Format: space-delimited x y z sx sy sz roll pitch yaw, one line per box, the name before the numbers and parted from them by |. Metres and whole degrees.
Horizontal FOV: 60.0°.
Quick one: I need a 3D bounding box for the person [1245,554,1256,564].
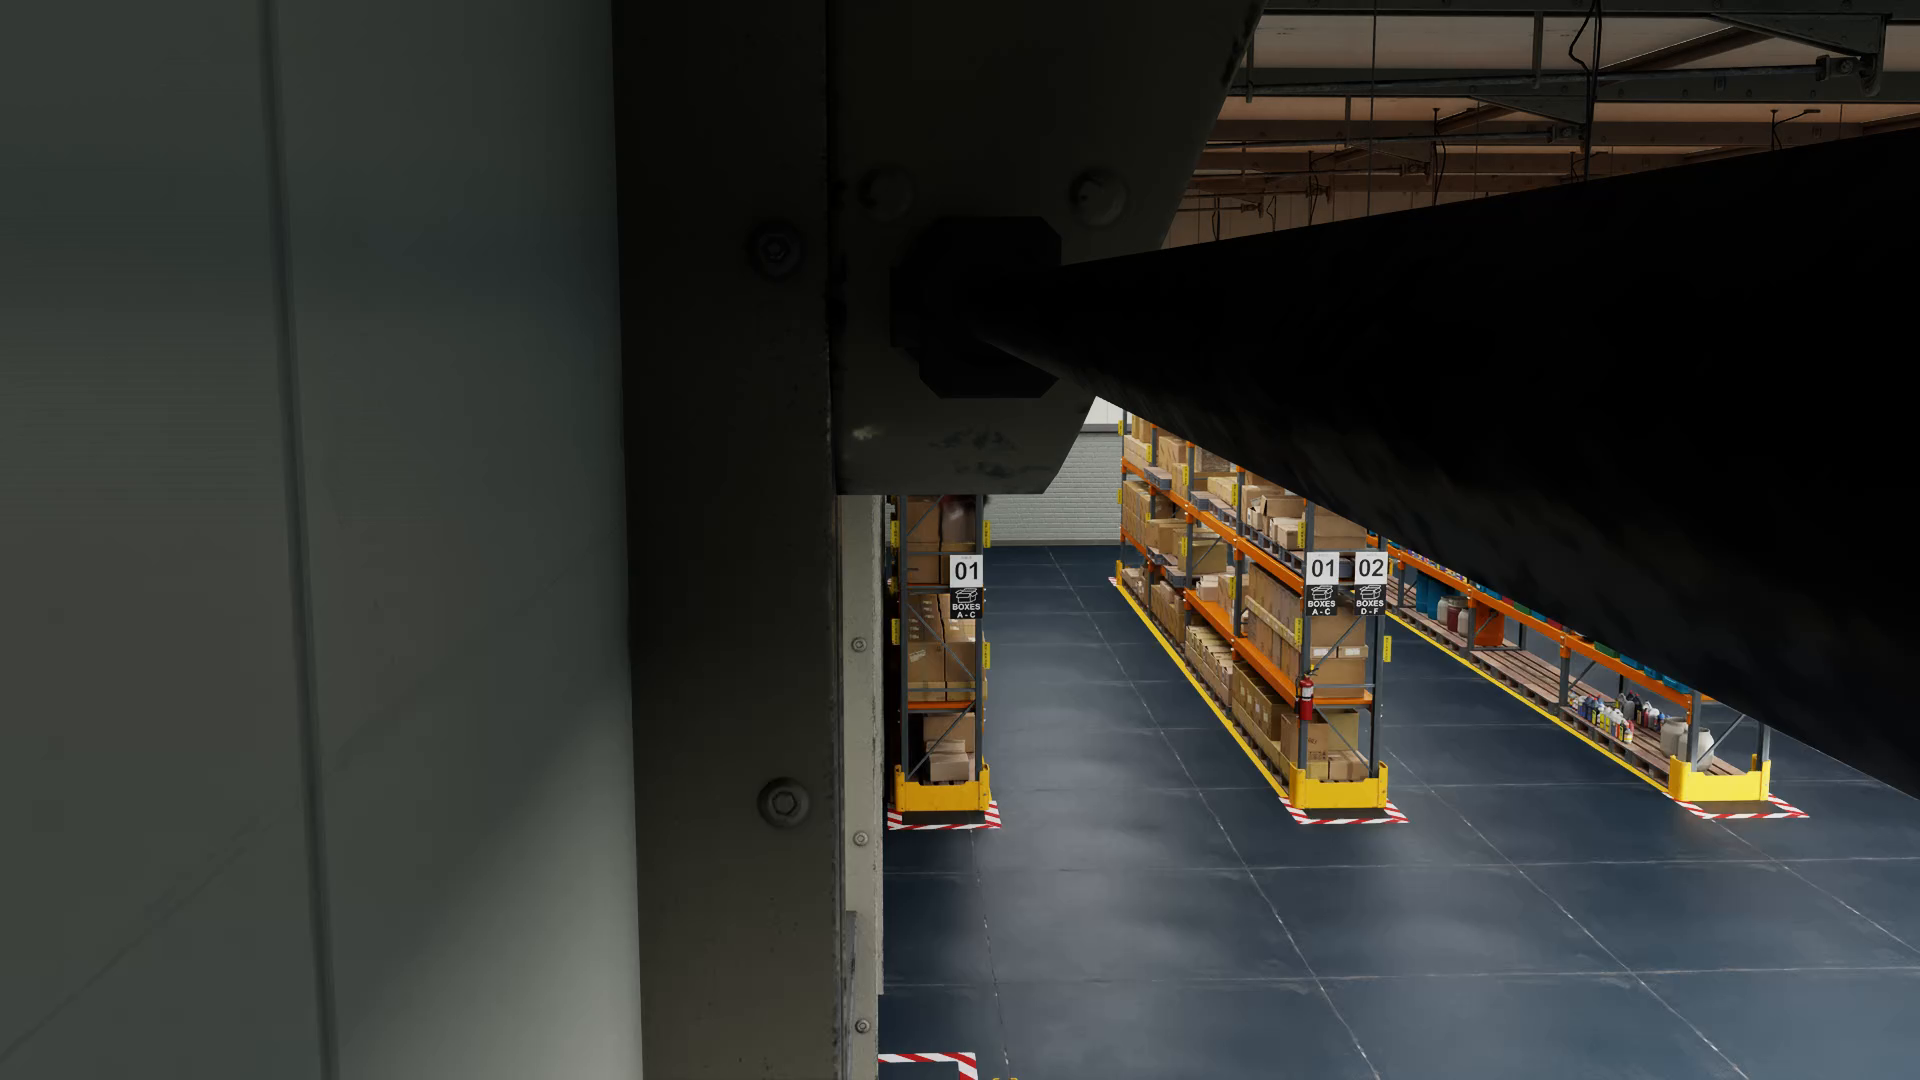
person | 6.135 0.378 34.521 0.673 1.831 0.771 -2 9 -16
